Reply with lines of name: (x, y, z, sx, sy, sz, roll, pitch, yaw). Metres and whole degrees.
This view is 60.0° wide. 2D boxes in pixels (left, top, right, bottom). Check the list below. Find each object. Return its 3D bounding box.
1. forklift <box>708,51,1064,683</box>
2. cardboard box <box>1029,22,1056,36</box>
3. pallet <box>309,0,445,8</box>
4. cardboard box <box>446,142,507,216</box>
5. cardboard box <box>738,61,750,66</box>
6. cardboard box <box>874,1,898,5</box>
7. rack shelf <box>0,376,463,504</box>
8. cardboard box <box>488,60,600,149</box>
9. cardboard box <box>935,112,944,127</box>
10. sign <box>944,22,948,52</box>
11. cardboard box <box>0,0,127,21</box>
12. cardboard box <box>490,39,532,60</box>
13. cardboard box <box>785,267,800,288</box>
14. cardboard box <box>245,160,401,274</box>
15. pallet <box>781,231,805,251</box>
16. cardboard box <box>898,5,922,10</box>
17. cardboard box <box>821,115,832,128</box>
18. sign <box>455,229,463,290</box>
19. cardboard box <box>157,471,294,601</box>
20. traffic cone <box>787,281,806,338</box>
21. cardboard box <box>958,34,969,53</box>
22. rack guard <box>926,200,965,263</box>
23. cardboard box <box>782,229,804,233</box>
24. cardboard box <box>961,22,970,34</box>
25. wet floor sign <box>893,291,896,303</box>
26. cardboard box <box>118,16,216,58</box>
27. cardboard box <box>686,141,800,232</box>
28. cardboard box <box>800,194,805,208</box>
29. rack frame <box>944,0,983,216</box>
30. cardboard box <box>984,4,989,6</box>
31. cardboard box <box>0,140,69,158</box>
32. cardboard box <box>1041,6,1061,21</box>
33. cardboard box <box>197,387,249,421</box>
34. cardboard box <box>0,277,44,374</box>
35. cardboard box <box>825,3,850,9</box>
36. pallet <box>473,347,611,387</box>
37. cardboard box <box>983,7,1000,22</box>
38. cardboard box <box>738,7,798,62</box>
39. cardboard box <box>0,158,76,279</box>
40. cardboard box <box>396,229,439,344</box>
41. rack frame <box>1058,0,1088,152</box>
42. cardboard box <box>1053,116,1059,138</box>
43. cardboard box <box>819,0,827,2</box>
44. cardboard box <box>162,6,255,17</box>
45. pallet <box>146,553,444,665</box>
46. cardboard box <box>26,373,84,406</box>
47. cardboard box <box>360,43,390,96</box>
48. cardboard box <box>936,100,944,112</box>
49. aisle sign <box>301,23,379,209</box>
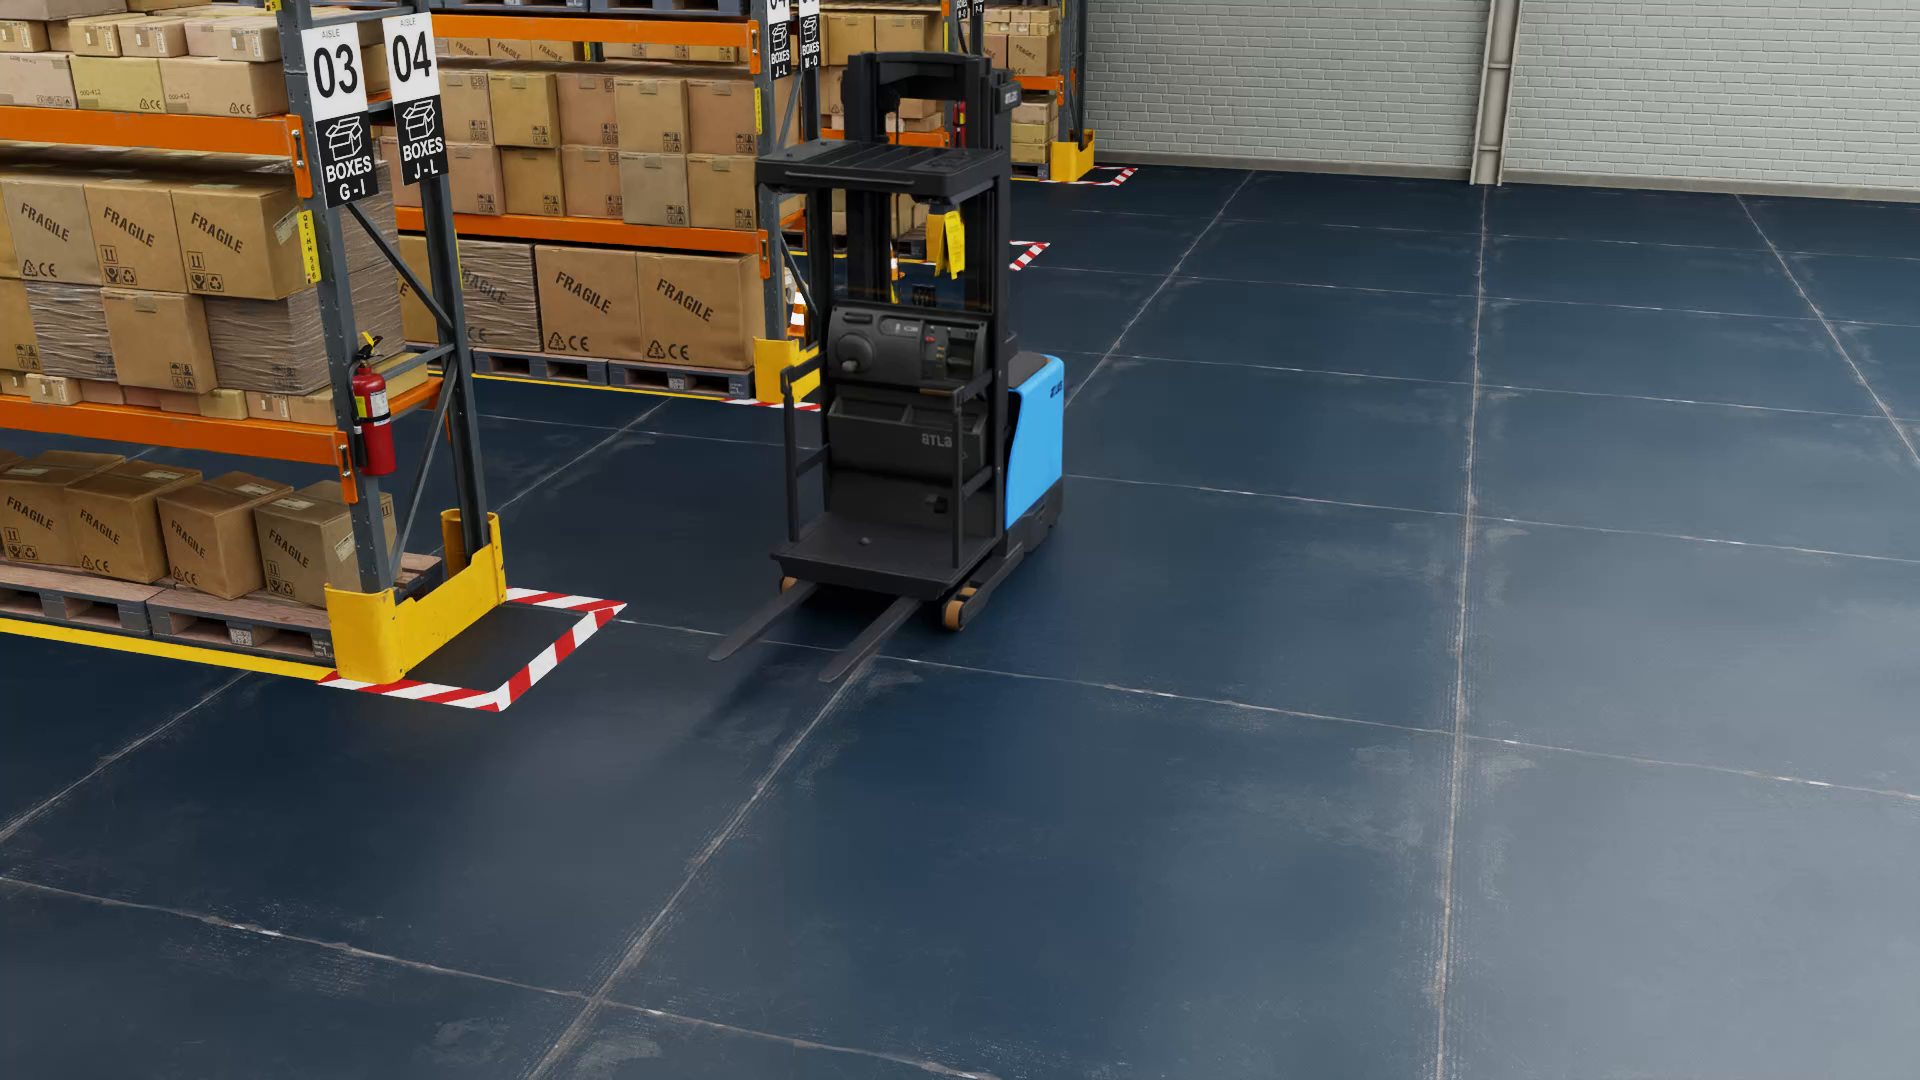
forklift: (-0.373, -1.043, 8.950, 1.130, 2.935, 3.031, 9, 24, 20)
cardboard box: (1.060, -6.554, 21.309, 0.250, 0.149, 0.380, 7, 23, 16)
pallet: (-4.340, -4.350, 13.086, 1.213, 0.211, 1.003, 7, 23, 16)
cardboard box: (-3.747, -2.976, 13.375, 0.550, 0.550, 0.875, 7, 23, 16)
cardboard box: (-1.992, -4.786, 17.462, 0.500, 0.500, 0.500, 7, 23, 16)
cardboard box: (-0.978, -7.162, 22.398, 0.250, 0.149, 0.380, 6, 23, 15)
rack shelf: (-4.735, -0.753, 9.102, 4.000, 0.370, 1.077, 7, 23, 16)
cardboard box: (-3.230, -3.430, 13.059, 0.500, 0.550, 0.875, 7, 23, 16)
cardboard box: (-0.223, -4.464, 17.531, 0.250, 0.149, 0.380, 7, 23, 16)
sign: (-0.137, -4.950, 16.443, 0.005, 0.325, 0.100, 7, 23, 16)
cardboard box: (-4.377, -2.748, 7.882, 0.500, 0.500, 0.500, 7, 23, 16)
cardboard box: (-4.770, -5.305, 18.175, 0.500, 0.500, 0.500, 7, 23, 16)
cardboard box: (-1.795, -2.558, 16.311, 0.380, 0.149, 0.250, -20, 29, -39)
cardboard box: (-3.268, -1.673, 8.555, 0.500, 0.500, 0.500, 7, 23, 16)
pallet: (-1.962, -3.422, 18.335, 1.213, 0.211, 1.003, 7, 23, 16)
cardboard box: (-0.637, -6.918, 21.804, 0.250, 0.149, 0.380, 7, 23, 16)
cardboard box: (-1.351, -4.434, 17.459, 0.250, 0.149, 0.380, 7, 23, 16)
sign: (-2.663, -1.465, 8.748, 0.005, 0.325, 0.100, 7, 23, 16)
cardboard box: (-3.995, -0.032, 9.137, 0.500, 0.500, 0.500, 13, 26, 29)
traffic cone: (-1.389, -2.059, 14.679, 0.334, 0.463, 0.336, 7, 23, 16)
cardboard box: (-0.059, -6.393, 21.770, 0.500, 0.500, 0.500, 6, 23, 14)
rack guard: (-0.030, -3.319, 17.704, 0.348, 0.500, 1.175, 7, 23, 16)
cardboard box: (-1.805, -3.496, 17.909, 0.500, 0.250, 0.500, 6, 23, 14)
cardboard box: (0.073, -6.665, 21.581, 0.250, 0.149, 0.380, 6, 23, 14)
wet floor sign: (-0.691, -2.285, 14.990, 0.232, 0.644, 0.267, 3, 22, 6)
cardboard box: (-3.685, -2.348, 7.762, 0.250, 0.149, 0.380, 6, 23, 13)
cardboard box: (-1.659, -2.752, 12.828, 0.550, 0.550, 0.875, 7, 23, 16)
cardboard box: (-1.781, -3.844, 17.770, 0.500, 0.500, 0.500, 6, 23, 14)
rack frame: (0.043, -4.468, 17.209, 0.127, 3.000, 1.000, 7, 23, 16)
cardboard box: (0.223, -6.987, 21.973, 0.250, 0.149, 0.380, 7, 23, 17)
cardboard box: (-5.182, -1.893, 9.092, 0.500, 0.500, 0.500, 7, 23, 16)
cardboard box: (1.213, -6.870, 21.687, 0.250, 0.149, 0.380, 6, 23, 14)
cardboard box: (-3.646, -0.743, 8.461, 0.250, 0.149, 0.380, 7, 23, 16)
cardboard box: (-4.793, -1.262, 8.870, 0.500, 0.500, 0.875, 7, 23, 16)
cardboard box: (-1.614, -7.031, 22.079, 0.250, 0.149, 0.380, 6, 23, 15)
pallet: (-3.243, -1.562, 13.799, 1.213, 0.211, 1.003, 7, 23, 15)
cardboard box: (0.349, -6.807, 21.534, 0.250, 0.149, 0.380, 7, 23, 16)
cardboard box: (-1.947, -5.273, 17.330, 0.500, 0.500, 0.700, 6, 23, 15)
cardboard box: (-4.853, -1.650, 8.500, 0.500, 0.500, 0.500, 7, 23, 16)
cardboard box: (-4.538, -2.213, 13.960, 0.875, 0.875, 0.875, 7, 23, 16)
rack frame: (1.473, -6.272, 21.607, 0.127, 3.000, 1.000, 7, 23, 16)
cardboard box: (1.083, -5.552, 22.264, 0.500, 0.250, 0.500, 7, 23, 16)
cardboard box: (-1.964, -7.269, 22.659, 0.250, 0.149, 0.380, 7, 23, 16)
cardboard box: (-3.755, -2.586, 8.343, 0.250, 0.149, 0.380, 7, 23, 18)
pallet: (-3.660, 0.313, 9.229, 1.213, 0.211, 1.003, 7, 23, 16)
cardboard box: (-4.619, -0.833, 8.680, 0.250, 0.149, 0.380, 7, 23, 16)
cardboard box: (-3.207, -2.332, 8.248, 0.500, 0.250, 0.500, 7, 23, 17)
cardboard box: (-0.331, -4.804, 17.506, 0.500, 0.500, 0.500, 6, 23, 15)
aisle sign: (-2.847, -1.954, 7.656, 0.004, 0.787, 0.394, 7, 23, 16)
